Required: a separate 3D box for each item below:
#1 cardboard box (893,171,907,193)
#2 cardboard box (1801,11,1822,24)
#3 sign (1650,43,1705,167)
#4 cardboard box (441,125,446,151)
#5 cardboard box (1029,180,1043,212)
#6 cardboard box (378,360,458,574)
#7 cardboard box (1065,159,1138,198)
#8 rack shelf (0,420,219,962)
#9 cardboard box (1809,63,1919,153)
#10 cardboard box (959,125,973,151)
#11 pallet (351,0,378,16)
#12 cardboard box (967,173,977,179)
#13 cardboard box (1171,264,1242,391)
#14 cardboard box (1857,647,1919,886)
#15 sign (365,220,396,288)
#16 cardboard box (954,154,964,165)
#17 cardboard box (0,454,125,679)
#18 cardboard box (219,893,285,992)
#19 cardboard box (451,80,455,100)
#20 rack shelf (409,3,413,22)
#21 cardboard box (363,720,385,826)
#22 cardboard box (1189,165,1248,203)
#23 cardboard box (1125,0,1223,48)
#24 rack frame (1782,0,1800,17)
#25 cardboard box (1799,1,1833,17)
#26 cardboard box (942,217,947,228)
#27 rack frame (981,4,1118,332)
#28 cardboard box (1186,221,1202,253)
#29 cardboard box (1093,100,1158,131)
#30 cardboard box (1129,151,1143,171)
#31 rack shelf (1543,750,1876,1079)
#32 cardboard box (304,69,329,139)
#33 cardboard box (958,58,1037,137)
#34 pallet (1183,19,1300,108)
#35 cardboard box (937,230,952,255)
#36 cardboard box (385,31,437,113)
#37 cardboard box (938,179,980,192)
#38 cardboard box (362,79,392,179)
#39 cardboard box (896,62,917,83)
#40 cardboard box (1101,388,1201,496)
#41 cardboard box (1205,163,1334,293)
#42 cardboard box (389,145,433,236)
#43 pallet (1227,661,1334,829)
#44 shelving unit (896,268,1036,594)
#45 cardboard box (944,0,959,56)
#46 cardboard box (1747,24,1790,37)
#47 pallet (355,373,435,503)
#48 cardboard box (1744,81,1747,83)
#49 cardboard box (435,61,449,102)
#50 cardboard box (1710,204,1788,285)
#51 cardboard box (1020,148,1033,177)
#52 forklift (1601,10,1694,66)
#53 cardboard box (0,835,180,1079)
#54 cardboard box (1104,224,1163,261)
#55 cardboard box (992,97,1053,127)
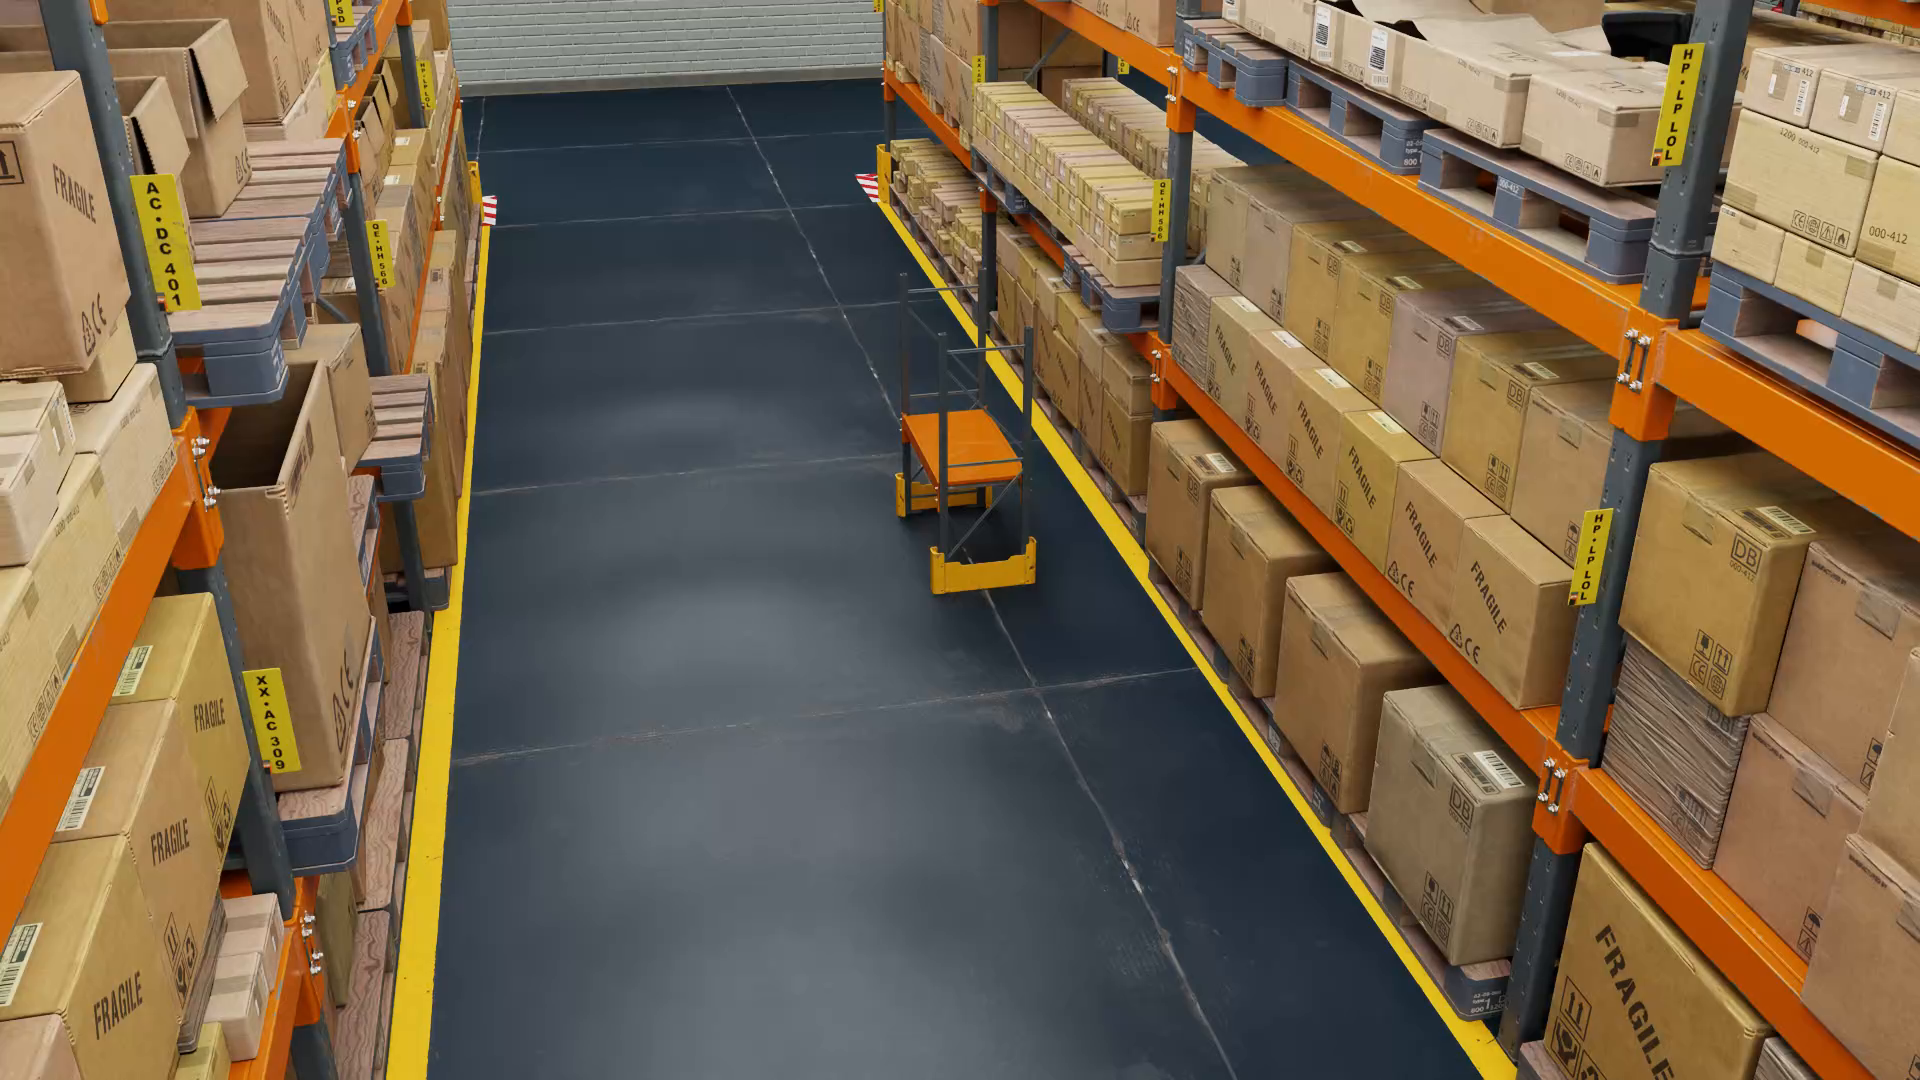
[{"bbox_3d":[-0.429,-3.444,15.941,0.380,0.149,0.250,-5,27,-11],"label":"cardboard box"},{"bbox_3d":[9.206,-5.560,17.715,0.380,0.149,0.250,-6,27,-12],"label":"cardboard box"},{"bbox_3d":[1.942,-1.174,4.496,0.100,0.325,0.005,-6,27,-12],"label":"sign"},{"bbox_3d":[-4.170,-3.086,12.814,0.380,0.149,0.250,-6,27,-12],"label":"cardboard box"},{"bbox_3d":[0.660,-2.207,10.607,0.380,0.149,0.250,-7,28,-14],"label":"cardboard box"},{"bbox_3d":[-3.423,-0.364,9.034,1.225,0.875,0.875,-7,28,-14],"label":"cardboard box"},{"bbox_3d":[0.833,-2.131,9.796,0.380,0.149,0.250,-5,27,-10],"label":"cardboard box"},{"bbox_3d":[-1.936,0.796,2.313,1.077,0.370,4.000,-6,27,-12],"label":"rack shelf"},{"bbox_3d":[2.278,-1.032,3.954,0.380,0.149,0.250,-6,27,-12],"label":"cardboard box"},{"bbox_3d":[0.209,-3.127,12.895,0.380,0.149,0.250,-7,28,-13],"label":"cardboard box"},{"bbox_3d":[-3.740,-2.843,8.934,1.003,0.211,1.213,-5,27,-9],"label":"pallet"},{"bbox_3d":[0.241,-3.280,15.287,0.380,0.149,0.250,-6,27,-12],"label":"cardboard box"},{"bbox_3d":[1.405,-1.099,8.488,0.500,0.500,0.500,-6,27,-11],"label":"cardboard box"},{"bbox_3d":[2.743,0.574,3.919,0.875,0.550,0.550,-6,27,-12],"label":"cardboard box"},{"bbox_3d":[-2.761,-1.361,7.920,0.100,0.325,0.005,-6,27,-12],"label":"sign"},{"bbox_3d":[0.131,-3.649,15.688,0.380,0.149,0.250,-5,27,-11],"label":"cardboard box"},{"bbox_3d":[-1.922,0.068,3.124,0.500,0.250,0.500,-5,27,-10],"label":"cardboard box"},{"bbox_3d":[-2.052,1.113,4.495,0.380,0.149,0.250,-6,27,-12],"label":"cardboard box"},{"bbox_3d":[-4.574,-3.872,14.372,0.380,0.149,0.250,-6,27,-11],"label":"cardboard box"},{"bbox_3d":[-4.640,-4.472,12.750,1.077,0.370,4.000,-6,27,-12],"label":"rack shelf"},{"bbox_3d":[-2.845,0.882,6.959,0.700,0.500,0.500,-4,27,-7],"label":"cardboard box"},{"bbox_3d":[1.538,-2.069,9.672,0.380,0.149,0.250,-6,27,-12],"label":"cardboard box"},{"bbox_3d":[1.191,-2.888,8.703,0.500,0.500,0.500,-6,27,-12],"label":"cardboard box"},{"bbox_3d":[9.399,-5.844,17.999,1.000,3.000,0.127,-6,27,-12],"label":"rack frame"},{"bbox_3d":[9.239,-5.683,17.517,0.500,0.250,0.500,-6,27,-11],"label":"cardboard box"},{"bbox_3d":[0.056,-2.772,14.280,0.380,0.149,0.250,-7,28,-14],"label":"cardboard box"},{"bbox_3d":[0.666,-3.035,12.435,1.000,3.000,0.127,-6,27,-12],"label":"rack frame"},{"bbox_3d":[1.542,-1.808,9.815,0.380,0.149,0.250,-5,27,-9],"label":"cardboard box"},{"bbox_3d":[1.124,-2.873,11.266,0.380,0.149,0.250,-6,27,-12],"label":"cardboard box"},{"bbox_3d":[1.298,-2.403,10.665,0.380,0.149,0.250,-5,27,-10],"label":"cardboard box"},{"bbox_3d":[2.920,1.676,3.899,1.077,0.370,4.000,-6,27,-12],"label":"rack shelf"},{"bbox_3d":[-2.817,-1.692,6.611,0.500,0.250,0.500,-6,27,-12],"label":"cardboard box"},{"bbox_3d":[0.282,-3.396,12.709,0.500,0.500,0.500,-6,27,-12],"label":"cardboard box"},{"bbox_3d":[1.764,-2.257,7.773,1.213,0.211,1.003,-5,27,-9],"label":"pallet"},{"bbox_3d":[0.012,-2.542,14.155,0.380,0.149,0.250,-6,27,-12],"label":"cardboard box"},{"bbox_3d":[-4.152,-3.430,12.220,0.500,0.500,0.500,-6,27,-12],"label":"cardboard box"},{"bbox_3d":[0.017,-3.031,14.463,0.380,0.149,0.250,-6,27,-11],"label":"cardboard box"},{"bbox_3d":[-3.894,-2.486,10.123,0.797,0.503,0.637,-6,27,-11],"label":"cardboard box"},{"bbox_3d":[-0.376,-4.273,15.165,0.380,0.149,0.250,-7,28,-13],"label":"cardboard box"},{"bbox_3d":[1.164,-0.613,9.944,0.500,0.500,0.500,-6,27,-12],"label":"cardboard box"},{"bbox_3d":[1.659,-1.572,8.315,0.700,0.500,0.500,-6,27,-12],"label":"cardboard box"},{"bbox_3d":[-3.713,-2.225,10.719,0.500,0.500,0.500,-5,27,-10],"label":"cardboard box"},{"bbox_3d":[1.943,0.854,7.824,1.003,0.211,1.213,-6,27,-12],"label":"pallet"},{"bbox_3d":[0.017,-0.636,9.346,0.587,1.500,1.083,-6,27,-12],"label":"shelving unit"},{"bbox_3d":[0.175,-4.064,12.923,0.500,0.500,0.500,-7,28,-13],"label":"cardboard box"},{"bbox_3d":[5.537,-3.410,11.956,0.500,0.500,0.500,-7,28,-13],"label":"cardboard box"},{"bbox_3d":[-3.023,-0.432,7.490,1.213,0.211,1.003,-6,27,-12],"label":"pallet"},{"bbox_3d":[2.576,-1.325,5.289,0.258,0.266,0.396,-6,27,-12],"label":"cardboard box"},{"bbox_3d":[-4.494,-3.766,13.719,0.500,0.250,0.500,-7,28,-13],"label":"cardboard box"},{"bbox_3d":[2.220,-0.788,4.355,0.380,0.149,0.250,-6,27,-12],"label":"cardboard box"},{"bbox_3d":[0.607,-2.448,10.754,0.380,0.149,0.250,-6,27,-12],"label":"cardboard box"},{"bbox_3d":[3.638,-1.200,8.874,1.130,2.935,3.031,-7,28,-14],"label":"forklift"},{"bbox_3d":[-1.791,0.921,3.046,0.500,0.500,0.500,-6,27,-12],"label":"cardboard box"},{"bbox_3d":[1.012,-1.658,9.189,0.380,0.149,0.250,-5,27,-11],"label":"cardboard box"},{"bbox_3d":[0.430,-2.922,11.363,0.380,0.149,0.250,-6,27,-11],"label":"cardboard box"}]
